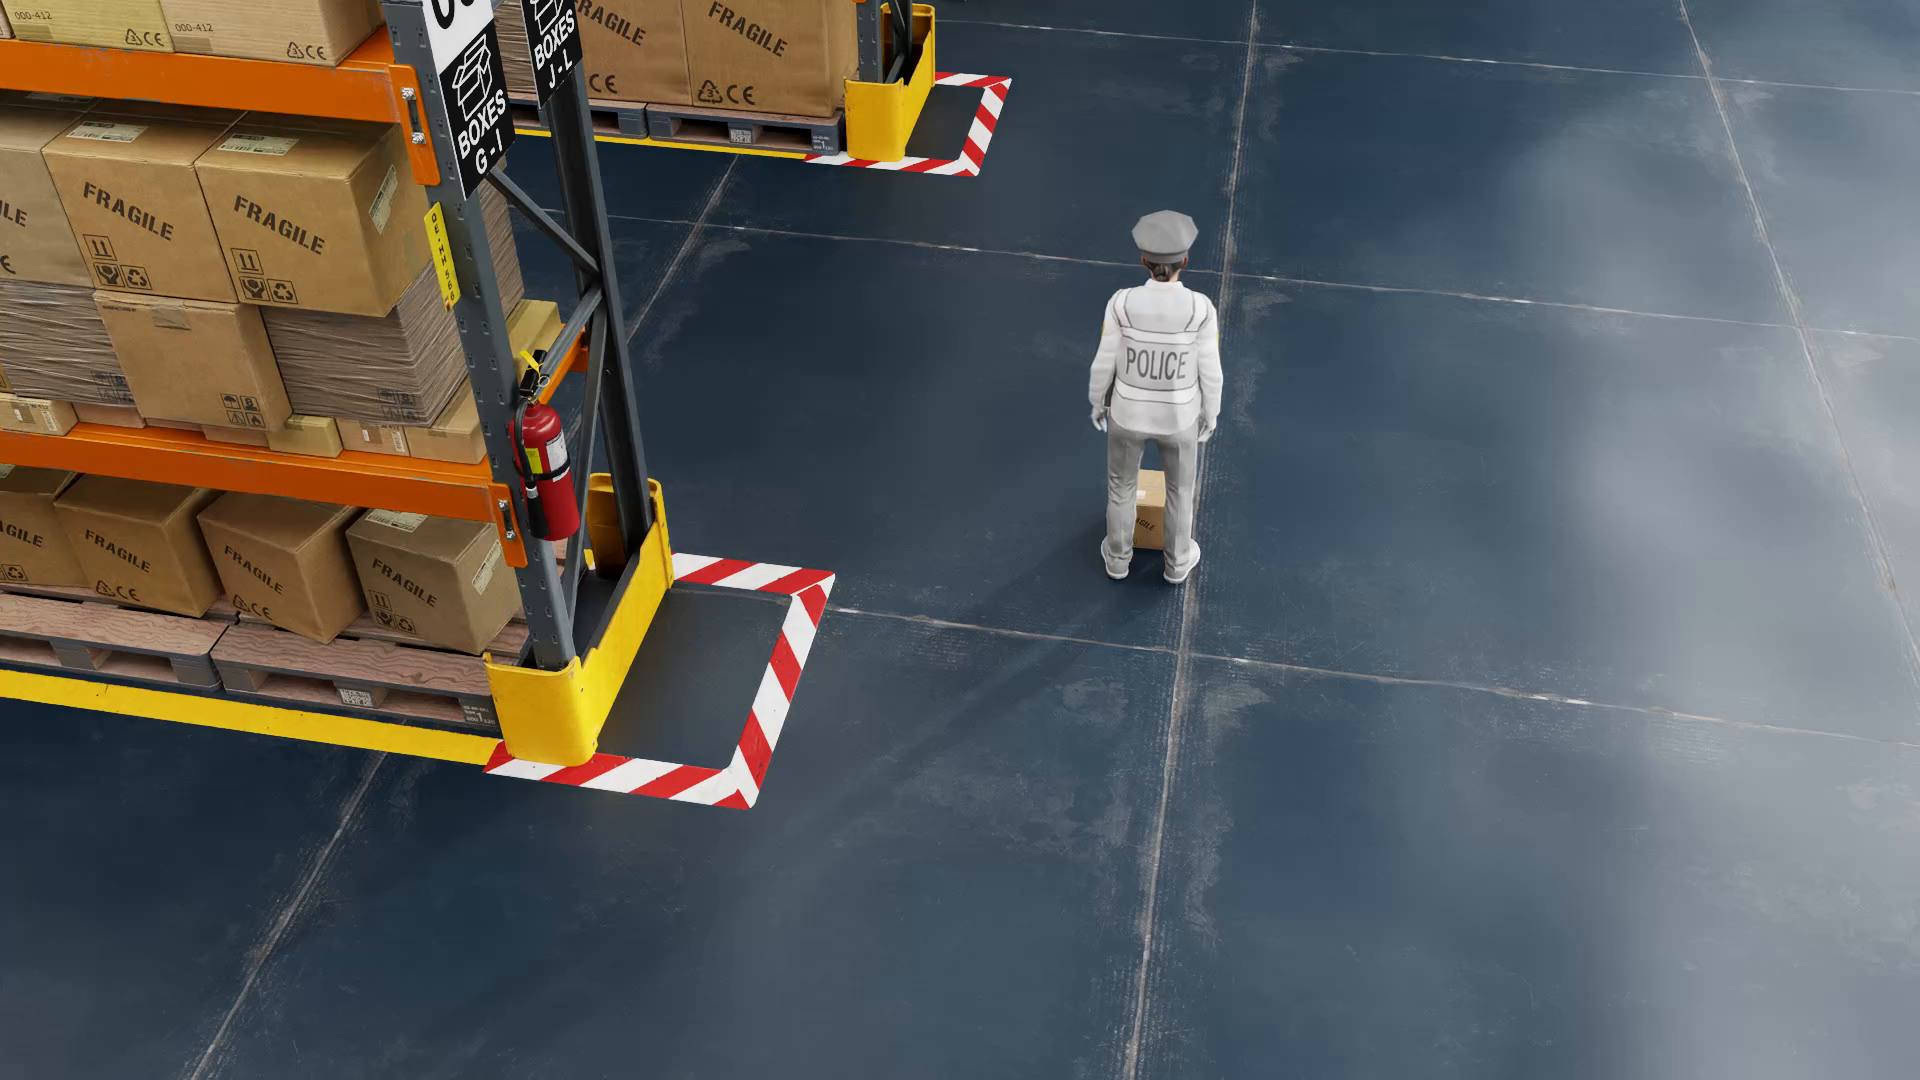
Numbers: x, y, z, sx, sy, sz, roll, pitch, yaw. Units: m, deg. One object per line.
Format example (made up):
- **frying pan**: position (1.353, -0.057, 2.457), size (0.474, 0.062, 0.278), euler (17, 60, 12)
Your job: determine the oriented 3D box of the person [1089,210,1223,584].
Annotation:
- **person**: position (0.787, -0.519, 6.758), size (0.530, 1.661, 0.376), euler (6, 41, 7)
